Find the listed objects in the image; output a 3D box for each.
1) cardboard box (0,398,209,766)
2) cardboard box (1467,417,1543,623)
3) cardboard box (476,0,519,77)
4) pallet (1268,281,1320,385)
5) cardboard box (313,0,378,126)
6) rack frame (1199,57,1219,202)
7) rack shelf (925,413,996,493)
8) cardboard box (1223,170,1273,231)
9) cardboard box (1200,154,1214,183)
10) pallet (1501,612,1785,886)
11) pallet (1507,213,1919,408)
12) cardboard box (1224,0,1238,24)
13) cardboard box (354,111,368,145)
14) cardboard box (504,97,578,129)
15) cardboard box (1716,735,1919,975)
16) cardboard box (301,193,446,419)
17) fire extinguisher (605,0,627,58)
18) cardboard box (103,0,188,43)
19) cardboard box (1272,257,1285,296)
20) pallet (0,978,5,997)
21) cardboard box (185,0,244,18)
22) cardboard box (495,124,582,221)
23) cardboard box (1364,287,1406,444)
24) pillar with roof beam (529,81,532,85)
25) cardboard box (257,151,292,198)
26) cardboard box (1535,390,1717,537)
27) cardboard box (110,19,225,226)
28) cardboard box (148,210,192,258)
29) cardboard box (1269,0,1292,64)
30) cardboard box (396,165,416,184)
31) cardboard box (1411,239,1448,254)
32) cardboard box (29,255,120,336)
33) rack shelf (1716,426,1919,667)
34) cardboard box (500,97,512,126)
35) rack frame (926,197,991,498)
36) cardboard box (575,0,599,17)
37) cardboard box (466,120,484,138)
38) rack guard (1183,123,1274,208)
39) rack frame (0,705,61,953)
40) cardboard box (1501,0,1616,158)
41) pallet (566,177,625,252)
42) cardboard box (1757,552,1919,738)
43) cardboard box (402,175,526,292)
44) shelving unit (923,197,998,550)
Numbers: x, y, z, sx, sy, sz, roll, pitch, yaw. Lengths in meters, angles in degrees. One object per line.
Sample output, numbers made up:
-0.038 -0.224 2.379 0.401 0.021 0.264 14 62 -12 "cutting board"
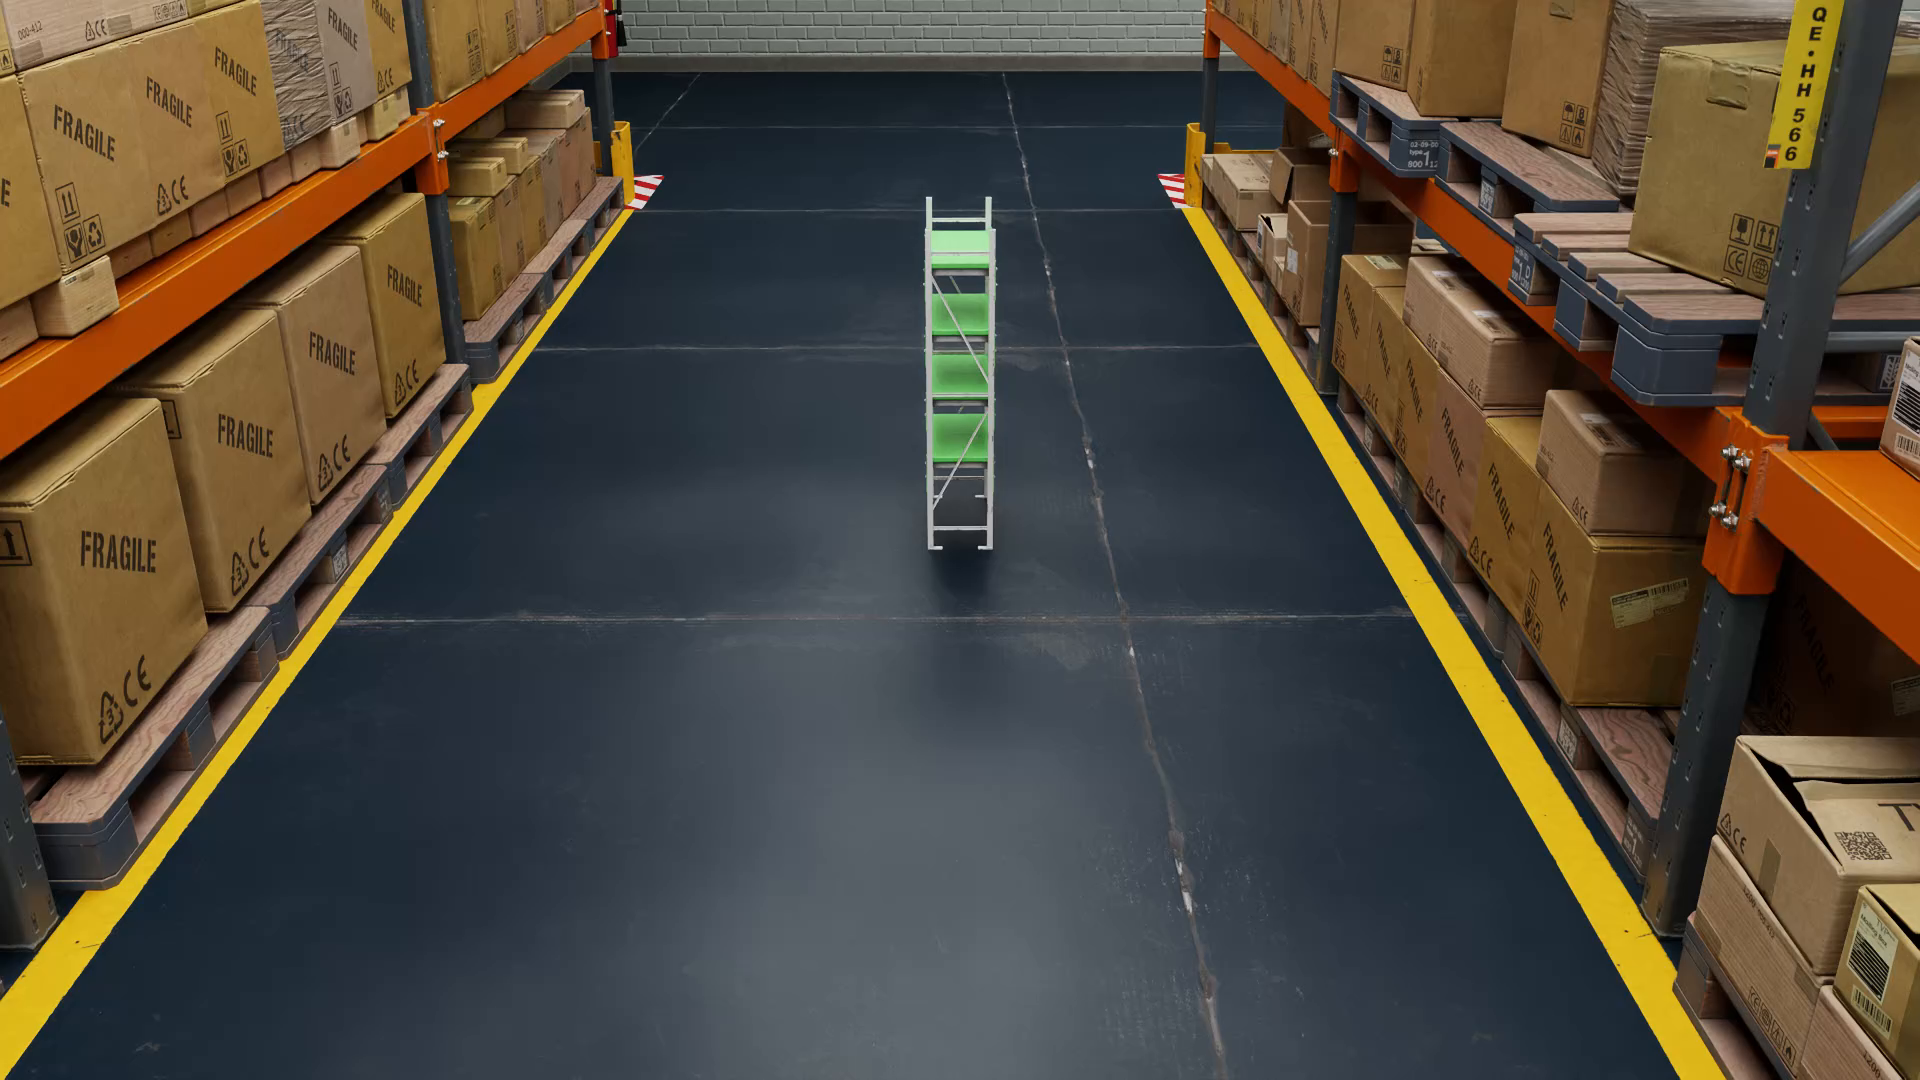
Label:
-2.619 0.096 4.496 0.750 0.750 0.750 -1 24 -1 "cardboard box"
1.961 -0.071 5.267 0.500 0.500 0.500 -1 24 -2 "cardboard box"
-2.778 -2.698 8.210 0.980 0.700 0.700 -1 24 -2 "cardboard box"
2.161 -1.073 8.366 1.003 0.211 1.213 0 24 -1 "pallet"
-2.513 -1.827 6.144 0.500 0.500 0.500 0 24 0 "cardboard box"
2.124 -3.709 10.810 1.000 3.000 0.127 0 24 -1 "rack frame"
-0.002 -0.338 6.279 0.258 0.148 0.480 0 24 -1 "rack shelf"
1.857 -2.019 9.876 0.500 0.250 0.500 0 24 -1 "cardboard box"
1.785 -2.436 10.922 0.380 0.149 0.250 0 24 -1 "cardboard box"
2.241 0.551 4.776 1.003 0.211 1.213 0 24 -1 "pallet"
2.133 -0.604 4.177 1.213 0.211 1.003 0 24 -1 "pallet"
1.876 -3.358 9.912 0.500 0.500 0.500 0 24 -1 "cardboard box"
-2.515 -1.582 6.389 0.380 0.149 0.250 0 24 1 "cardboard box"
-2.535 -2.587 10.067 0.380 0.149 0.250 0 24 1 "cardboard box"
1.923 0.611 3.405 0.500 0.311 0.500 1 24 1 "cardboard box"
-2.649 -0.981 6.878 0.750 0.750 0.750 0 24 0 "cardboard box"
-2.370 -3.544 10.992 0.296 0.674 0.183 0 24 -1 "fire extinguisher"
-2.505 -1.536 4.589 0.500 0.250 0.500 0 24 0 "cardboard box"
1.813 -1.350 8.520 0.380 0.149 0.250 0 24 -1 "cardboard box"
-2.735 1.204 3.331 1.003 0.211 1.213 0 24 -1 "pallet"
-2.517 -1.746 5.054 0.500 0.250 0.500 -1 24 -2 "cardboard box"
-2.716 -2.243 10.093 0.700 0.500 0.500 0 24 -1 "cardboard box"
1.946 -0.702 6.661 0.500 0.500 0.500 0 24 0 "cardboard box"
0.581 -7.546 12.015 9.100 9.000 0.400 0 24 -1 "pillar with roof beam"
-2.529 -1.269 5.697 0.380 0.149 0.250 -1 24 -2 "cardboard box"
1.961 -0.223 4.692 0.500 0.250 0.500 1 24 1 "cardboard box"
-2.492 -1.200 4.757 0.500 0.500 0.500 0 24 -1 "cardboard box"
-2.556 -0.950 4.990 0.380 0.149 0.250 0 24 0 "cardboard box"
1.890 -2.735 8.535 0.500 0.500 0.500 0 24 1 "cardboard box"
-2.900 -1.958 8.676 0.380 0.149 0.250 -1 24 -2 "cardboard box"
2.360 -1.500 8.831 0.380 0.166 0.250 0 24 -1 "cardboard box"
-2.427 -0.633 4.291 0.380 0.149 0.250 0 24 1 "cardboard box"
2.233 0.740 1.847 1.077 0.370 4.000 0 24 -1 "rack shelf"
-2.917 -2.587 10.066 0.380 0.149 0.250 0 24 0 "cardboard box"
-0.004 -0.715 6.376 0.240 1.200 0.015 0 24 -1 "rack frame"
-2.814 -3.611 10.231 0.980 0.700 0.700 1 24 2 "cardboard box"
-2.908 -2.273 9.372 0.380 0.149 0.250 0 24 0 "cardboard box"
2.125 -2.538 11.256 1.175 0.500 0.348 0 24 -1 "rack guard"
-2.742 -0.388 3.468 1.000 3.000 0.127 0 24 -1 "rack frame"
2.248 -1.569 5.449 0.700 0.500 0.500 -6 25 -14 "cardboard box"
-2.743 -2.085 10.604 1.003 0.211 1.213 0 24 -1 "pallet"
2.492 0.338 4.363 0.500 0.500 0.500 1 24 2 "cardboard box"
-2.694 -1.605 8.681 0.700 0.500 0.500 0 24 -1 "cardboard box"
-0.002 -0.615 6.154 0.258 1.200 0.503 0 24 -1 "shelving unit"
